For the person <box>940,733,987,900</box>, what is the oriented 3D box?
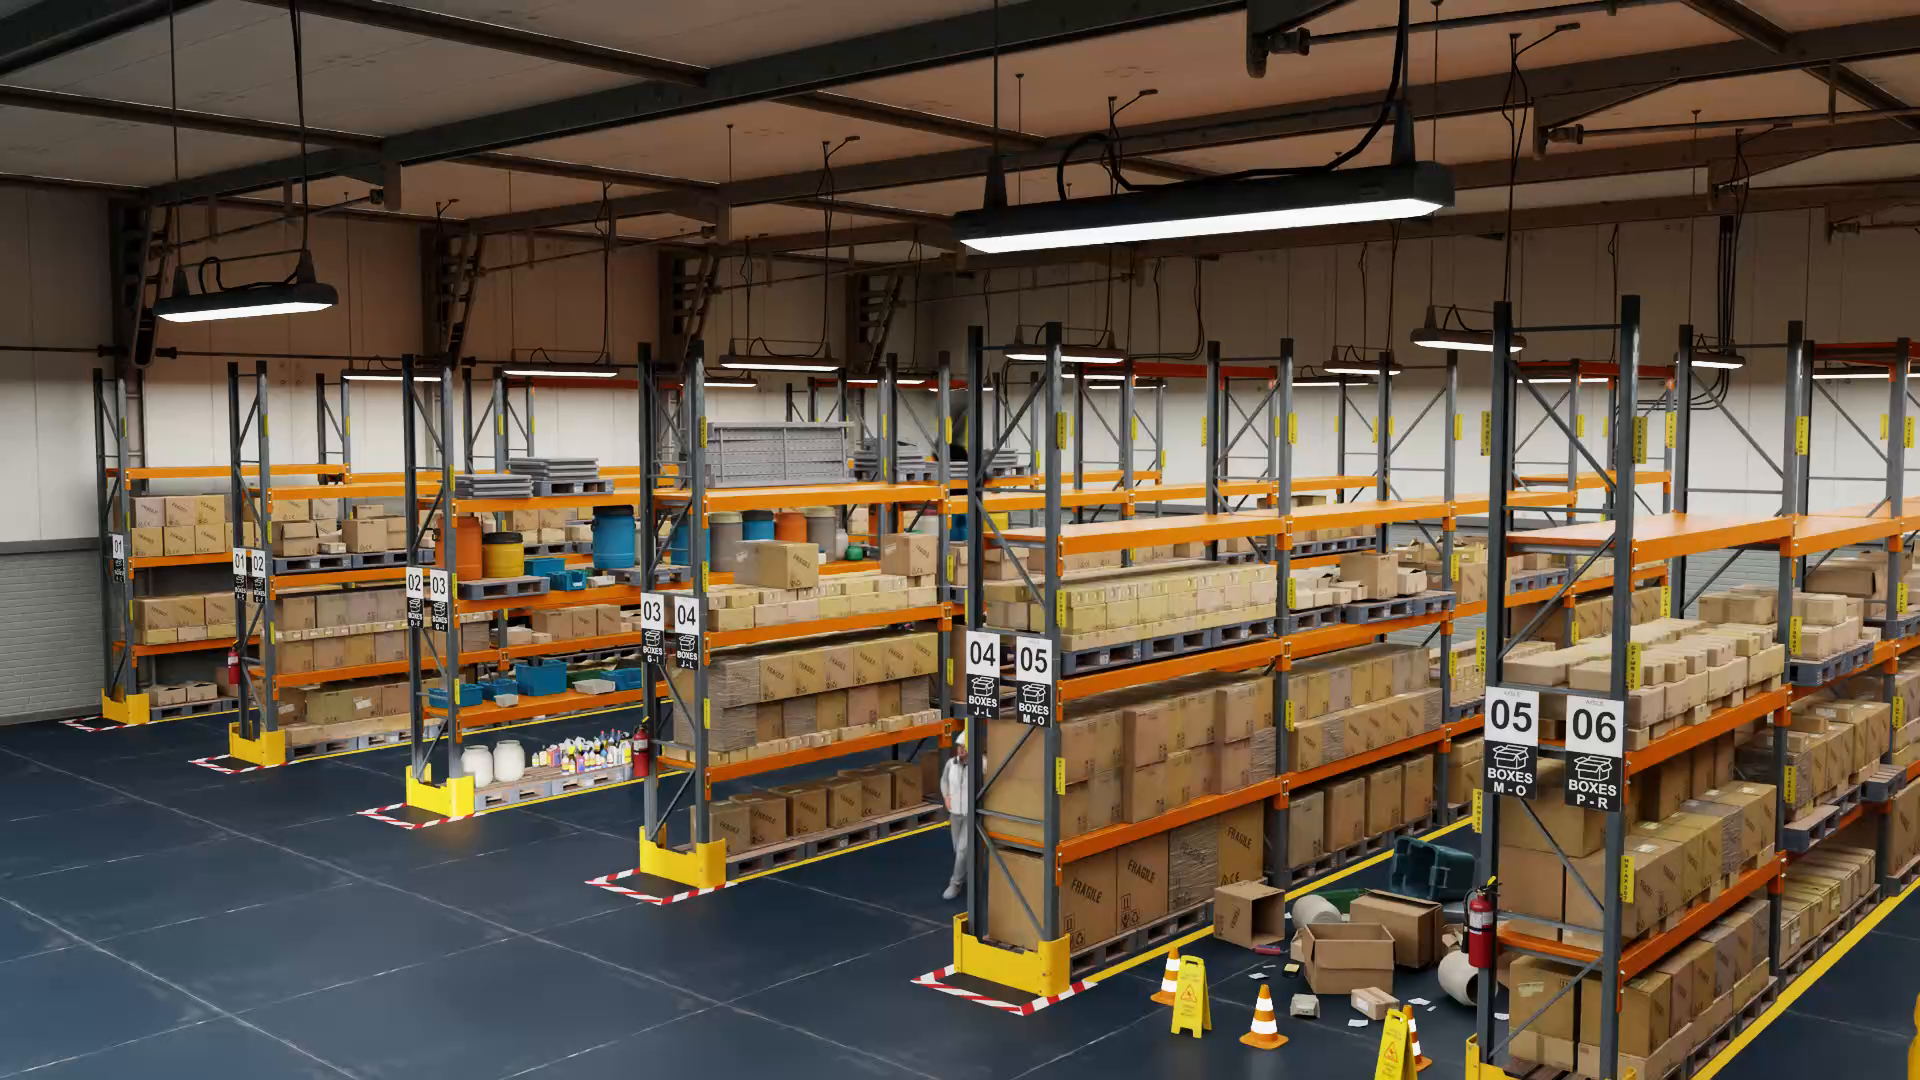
[{"bbox_3d":[0.097,2.959,18.184,0.683,1.767,0.925,2,5,26],"label":"person"}]
